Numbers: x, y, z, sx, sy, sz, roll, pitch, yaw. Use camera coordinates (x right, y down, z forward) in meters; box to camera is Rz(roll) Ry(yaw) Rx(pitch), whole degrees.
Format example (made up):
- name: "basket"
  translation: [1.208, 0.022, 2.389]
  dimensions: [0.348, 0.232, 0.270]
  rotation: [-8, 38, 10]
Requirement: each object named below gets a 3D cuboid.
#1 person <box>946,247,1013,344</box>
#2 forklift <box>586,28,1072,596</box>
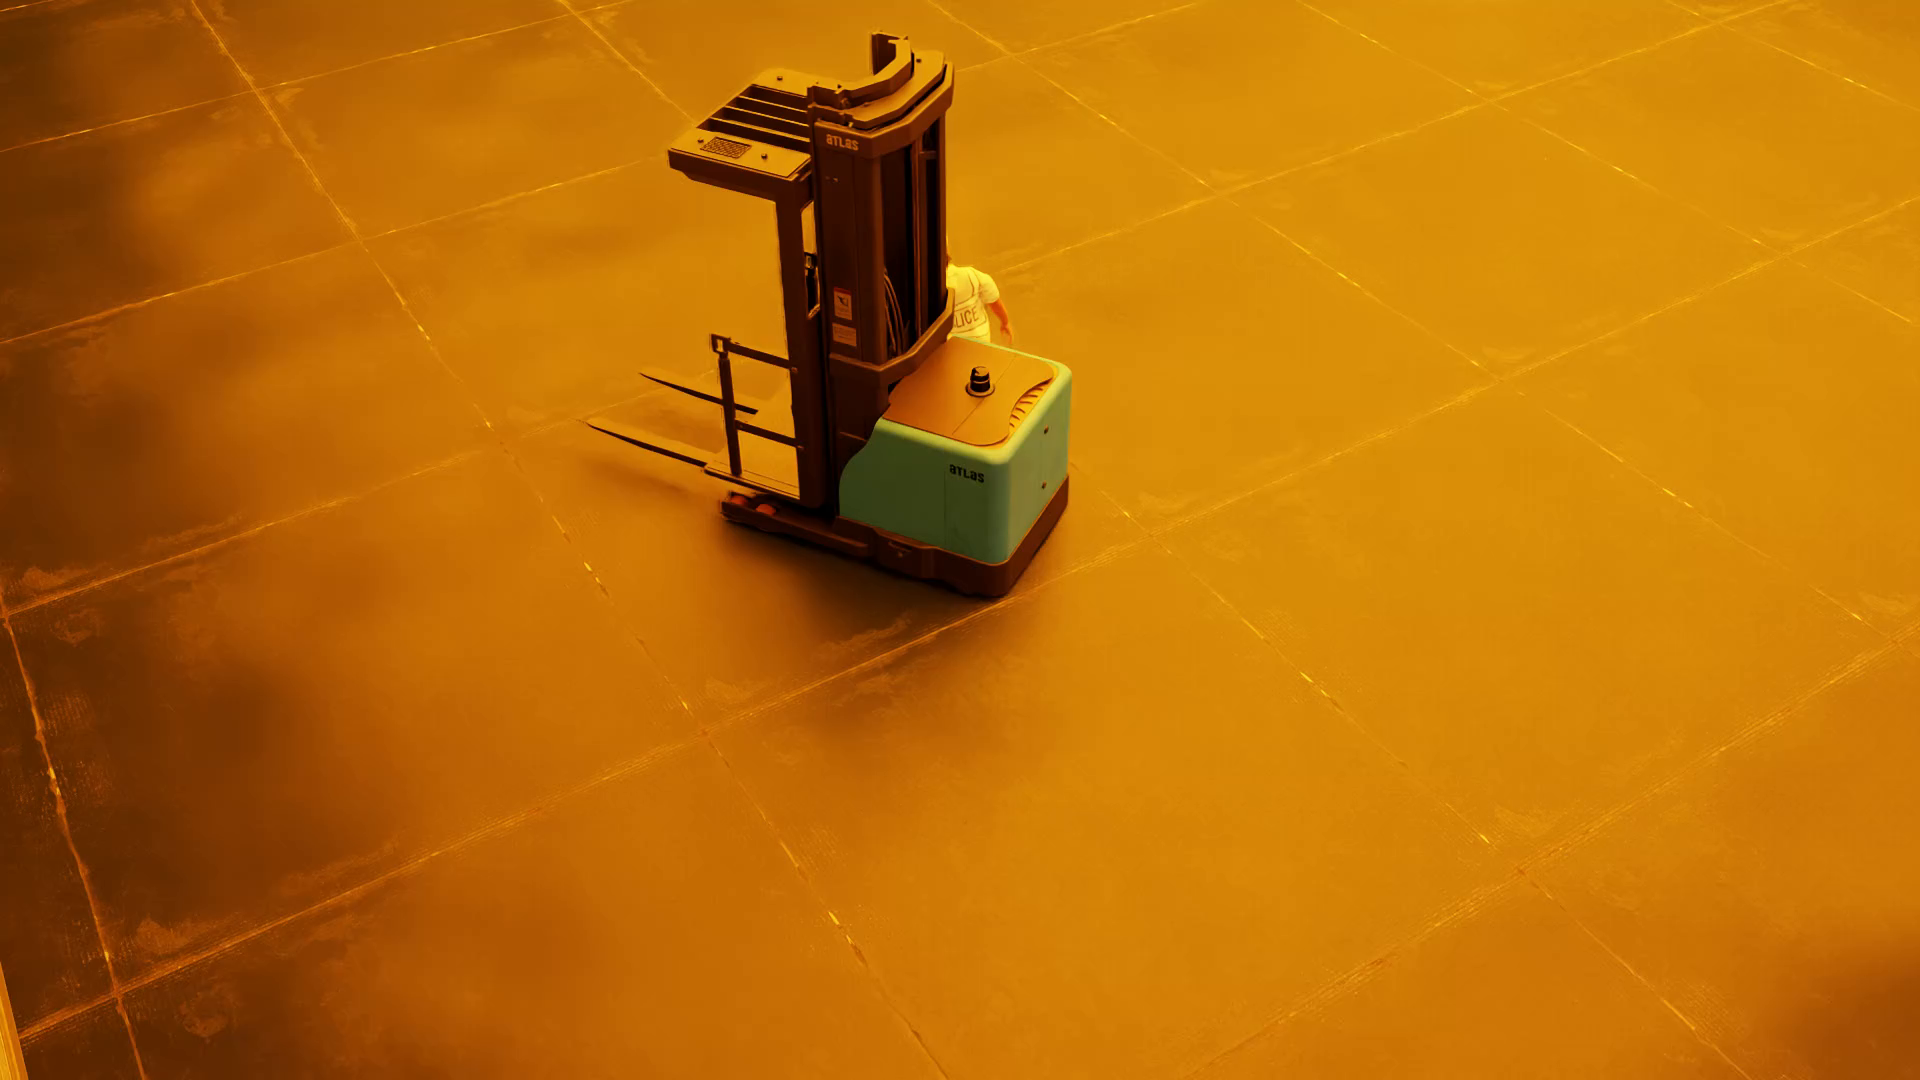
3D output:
- name: "person"
  translation: [-0.139, -1.341, 10.526]
  dimensions: [0.916, 1.476, 1.060]
  rotation: [-11, 42, -12]
- name: "forklift"
  translation: [-0.889, -1.449, 9.529]
  dimensions: [3.031, 2.935, 1.130]
  rotation: [18, 44, 19]
